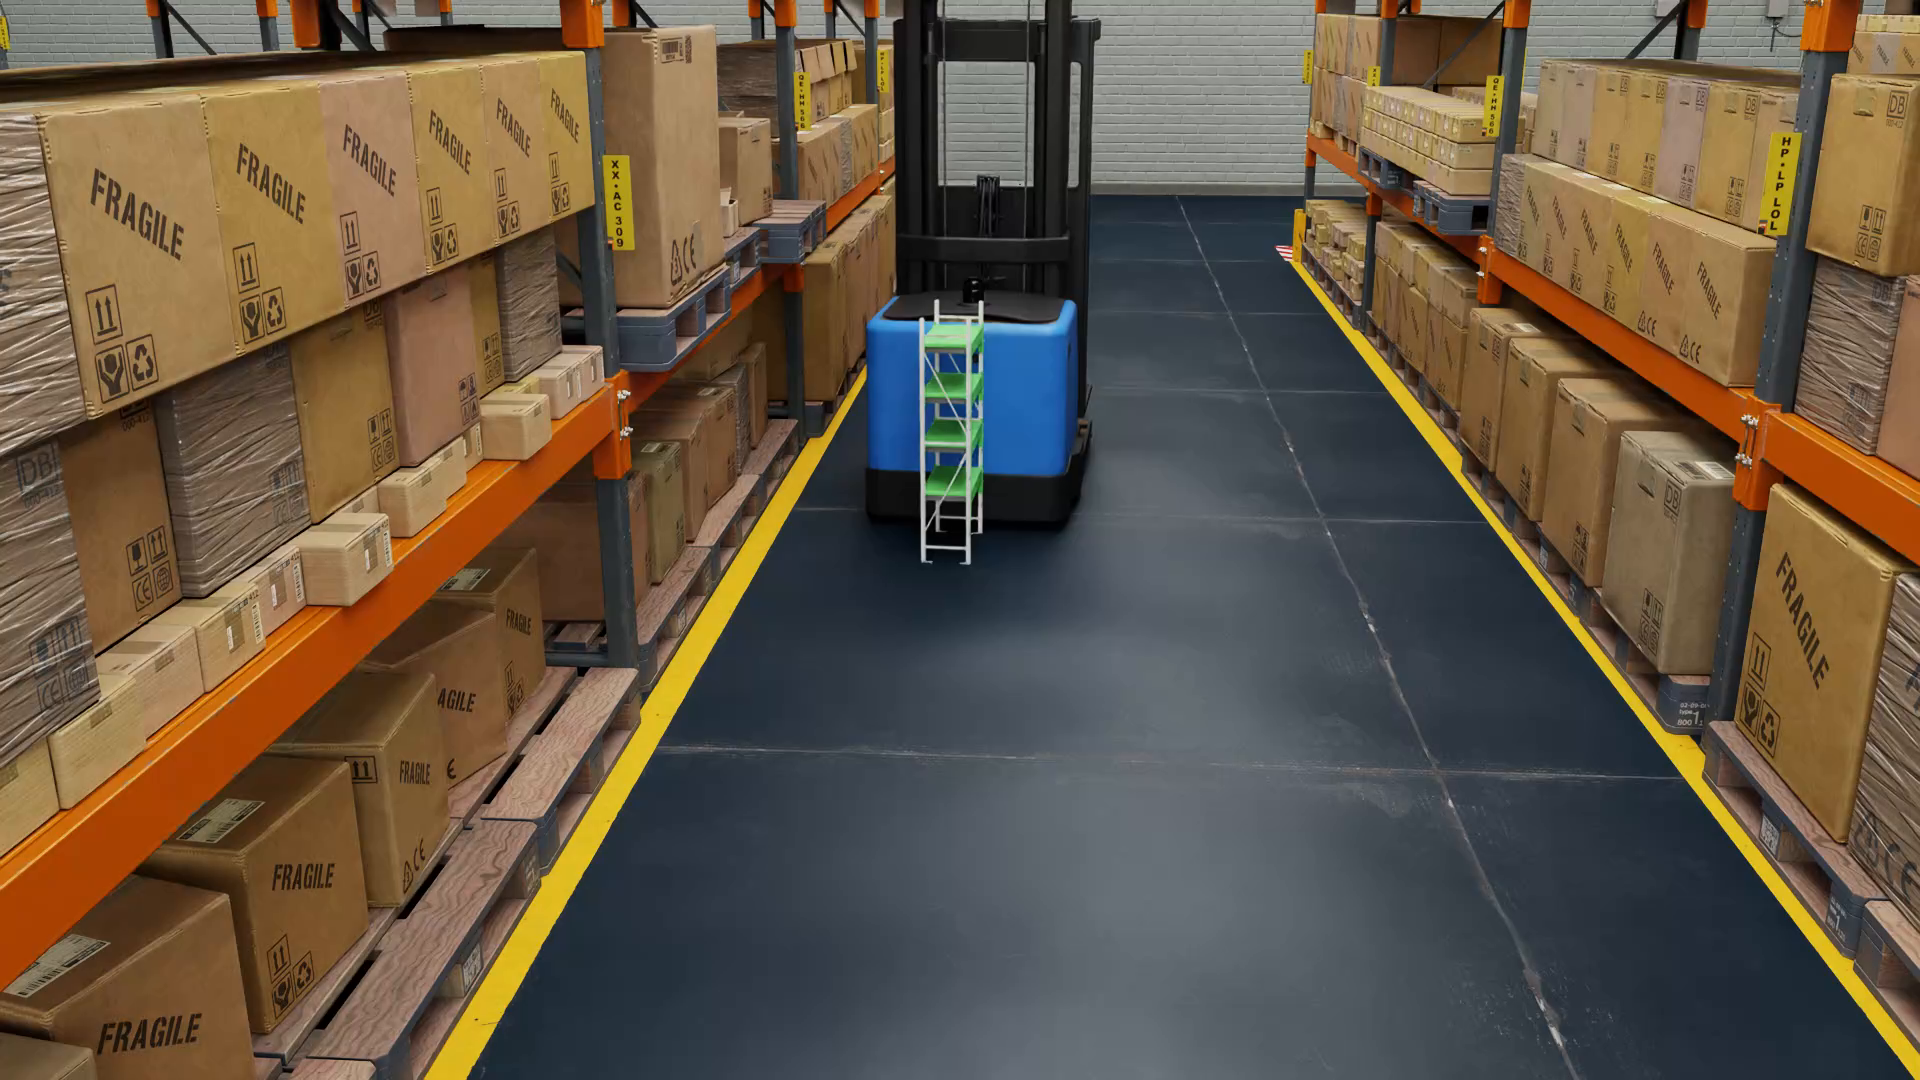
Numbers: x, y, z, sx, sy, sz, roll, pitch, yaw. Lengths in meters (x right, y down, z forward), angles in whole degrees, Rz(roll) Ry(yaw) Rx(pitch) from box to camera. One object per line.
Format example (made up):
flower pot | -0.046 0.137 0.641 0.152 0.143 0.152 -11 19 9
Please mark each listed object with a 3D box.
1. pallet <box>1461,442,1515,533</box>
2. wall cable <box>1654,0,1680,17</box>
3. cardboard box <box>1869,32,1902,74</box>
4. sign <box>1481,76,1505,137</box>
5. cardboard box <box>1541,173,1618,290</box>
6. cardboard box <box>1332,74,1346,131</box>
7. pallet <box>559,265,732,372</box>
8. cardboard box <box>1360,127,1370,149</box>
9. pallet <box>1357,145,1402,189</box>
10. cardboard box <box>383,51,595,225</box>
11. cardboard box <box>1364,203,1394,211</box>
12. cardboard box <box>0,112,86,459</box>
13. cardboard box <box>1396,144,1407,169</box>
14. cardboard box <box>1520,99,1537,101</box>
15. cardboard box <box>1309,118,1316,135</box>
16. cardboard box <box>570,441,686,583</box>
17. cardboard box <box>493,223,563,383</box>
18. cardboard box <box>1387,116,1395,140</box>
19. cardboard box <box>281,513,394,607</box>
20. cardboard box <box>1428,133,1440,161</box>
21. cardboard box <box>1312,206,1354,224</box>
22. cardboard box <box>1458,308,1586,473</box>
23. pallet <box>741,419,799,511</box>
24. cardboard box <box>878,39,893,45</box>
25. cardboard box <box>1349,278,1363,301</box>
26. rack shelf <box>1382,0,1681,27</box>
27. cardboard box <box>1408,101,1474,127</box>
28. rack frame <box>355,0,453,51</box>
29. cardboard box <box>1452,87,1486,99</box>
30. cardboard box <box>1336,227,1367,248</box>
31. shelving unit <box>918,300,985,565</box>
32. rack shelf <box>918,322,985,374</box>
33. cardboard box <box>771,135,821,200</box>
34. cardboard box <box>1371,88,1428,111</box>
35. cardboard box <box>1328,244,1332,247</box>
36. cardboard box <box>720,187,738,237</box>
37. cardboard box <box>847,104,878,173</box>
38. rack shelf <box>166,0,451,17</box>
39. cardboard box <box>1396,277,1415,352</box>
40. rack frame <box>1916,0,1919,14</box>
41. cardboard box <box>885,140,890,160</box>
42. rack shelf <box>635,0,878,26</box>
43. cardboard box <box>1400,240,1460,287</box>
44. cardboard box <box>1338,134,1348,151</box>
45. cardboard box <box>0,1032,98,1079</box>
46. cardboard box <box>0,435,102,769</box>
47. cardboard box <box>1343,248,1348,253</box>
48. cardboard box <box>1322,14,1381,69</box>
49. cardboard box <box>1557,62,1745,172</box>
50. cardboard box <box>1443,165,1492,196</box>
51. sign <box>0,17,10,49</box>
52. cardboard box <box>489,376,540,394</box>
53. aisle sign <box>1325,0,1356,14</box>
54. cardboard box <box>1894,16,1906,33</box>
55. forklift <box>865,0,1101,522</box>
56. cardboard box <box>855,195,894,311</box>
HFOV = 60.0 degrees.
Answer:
pallet | 3.358 -0.306 9.019 1.003 0.211 1.213 1 18 4
wall cable | 9.389 -6.530 21.851 0.585 1.953 0.123 1 18 4
cardboard box | 8.630 -4.339 15.082 0.500 0.500 0.500 1 18 3
sign | 2.948 -2.396 9.187 0.100 0.325 0.005 1 18 4
cardboard box | 3.118 -1.474 7.944 0.500 0.500 0.500 1 18 4
cardboard box | 3.665 -3.938 14.985 0.500 0.500 0.500 1 18 2
pallet | -1.537 -0.917 6.713 1.003 0.211 1.213 1 18 4
cardboard box | 3.290 -3.085 12.750 0.380 0.149 0.250 0 18 1
pallet | 3.577 -2.792 12.433 1.003 0.211 1.213 1 18 4
cardboard box | -1.494 -1.292 5.306 0.500 0.500 0.500 1 18 4
cardboard box | 4.203 -3.240 16.442 0.380 0.149 0.250 2 18 5
cardboard box | -1.712 -0.361 2.463 0.500 0.500 0.500 1 18 4
cardboard box | 3.180 -2.601 11.273 0.380 0.149 0.250 0 18 1
cardboard box | 3.831 -2.862 11.115 0.380 0.149 0.250 1 18 3
cardboard box | 3.713 -4.147 16.664 0.380 0.149 0.250 1 18 3
cardboard box | -1.618 -0.133 7.321 0.700 0.500 0.500 1 18 4
cardboard box | -1.831 -0.825 5.485 0.875 0.500 0.500 1 18 4
cardboard box | 3.220 -2.901 11.711 0.380 0.149 0.250 2 18 6
cardboard box | -1.561 0.040 3.886 0.380 0.149 0.250 1 18 4
cardboard box | 3.105 -2.424 10.256 0.380 0.149 0.250 2 18 5
cardboard box | 3.642 -3.168 16.222 0.380 0.149 0.250 1 18 4
cardboard box | 3.357 -0.818 9.040 1.050 0.750 0.750 1 18 3
pallet | -1.507 -0.449 9.454 1.003 0.211 1.213 1 18 4
cardboard box | -0.649 -4.771 16.724 0.500 0.500 0.500 2 18 5
cardboard box | 3.465 -2.091 13.891 0.380 0.149 0.250 2 18 5
rack shelf | 3.633 -3.579 10.867 1.077 0.370 4.000 1 18 4
cardboard box | 3.163 -2.801 10.929 0.380 0.149 0.250 2 18 7
rack frame | -5.817 -4.612 17.680 1.000 3.000 0.127 1 18 4
cardboard box | 3.943 -3.351 12.605 0.380 0.149 0.250 2 18 6
cardboard box | 3.556 -2.683 14.744 0.380 0.149 0.250 0 18 1
shelving unit | -0.037 -0.530 8.114 0.258 1.200 0.503 2 18 7
rack shelf | -0.037 -0.925 7.984 0.258 0.148 0.480 2 18 7
cardboard box | -1.144 -2.209 10.187 0.500 0.500 0.500 2 18 6
cardboard box | 3.276 -3.281 12.392 0.380 0.149 0.250 2 18 5
cardboard box | 3.708 -2.730 15.840 0.380 0.149 0.250 1 18 4
cardboard box | -1.300 -1.628 8.117 0.396 0.266 0.258 1 18 2
cardboard box | -0.924 -3.155 13.074 0.500 0.500 0.500 1 18 4
rack shelf | -5.960 -5.074 15.430 1.077 0.370 4.000 1 18 4
cardboard box | 3.399 -1.578 11.760 0.500 0.500 0.500 2 18 5
rack frame | 9.008 -4.280 16.668 1.000 3.000 0.127 1 18 4
cardboard box | -0.791 -3.306 14.097 0.380 0.149 0.250 1 18 2
rack shelf | -1.307 -3.721 11.301 1.077 0.370 4.000 1 18 4
cardboard box | 3.384 -1.938 11.655 0.500 0.250 0.500 2 18 6
cardboard box | 3.604 -3.579 14.931 0.380 0.149 0.250 2 18 5
cardboard box | -1.962 1.263 3.092 0.500 0.500 0.500 5 19 14
cardboard box | -1.957 0.109 2.635 0.875 0.500 0.500 1 18 4
cardboard box | 3.606 -2.531 14.757 0.380 0.149 0.250 2 18 5
cardboard box | 3.737 -4.733 15.806 0.500 0.500 0.500 2 18 6
cardboard box | 3.413 -2.101 8.251 0.700 0.500 0.500 1 18 3
cardboard box | 3.067 -2.118 9.799 0.380 0.149 0.250 2 18 5
sign | -10.205 -5.405 17.735 0.100 0.325 0.005 1 18 4
cardboard box | -1.564 -0.428 5.315 0.380 0.149 0.250 1 18 4
aisle sign | 3.770 -5.624 16.594 0.394 0.787 0.004 1 18 4
cardboard box | 8.599 -4.604 14.849 0.380 0.149 0.250 1 18 4
forklift | 0.214 -1.901 9.519 1.130 2.935 3.031 2 18 7
cardboard box | -1.189 -2.250 13.209 1.225 0.875 0.875 1 18 4
